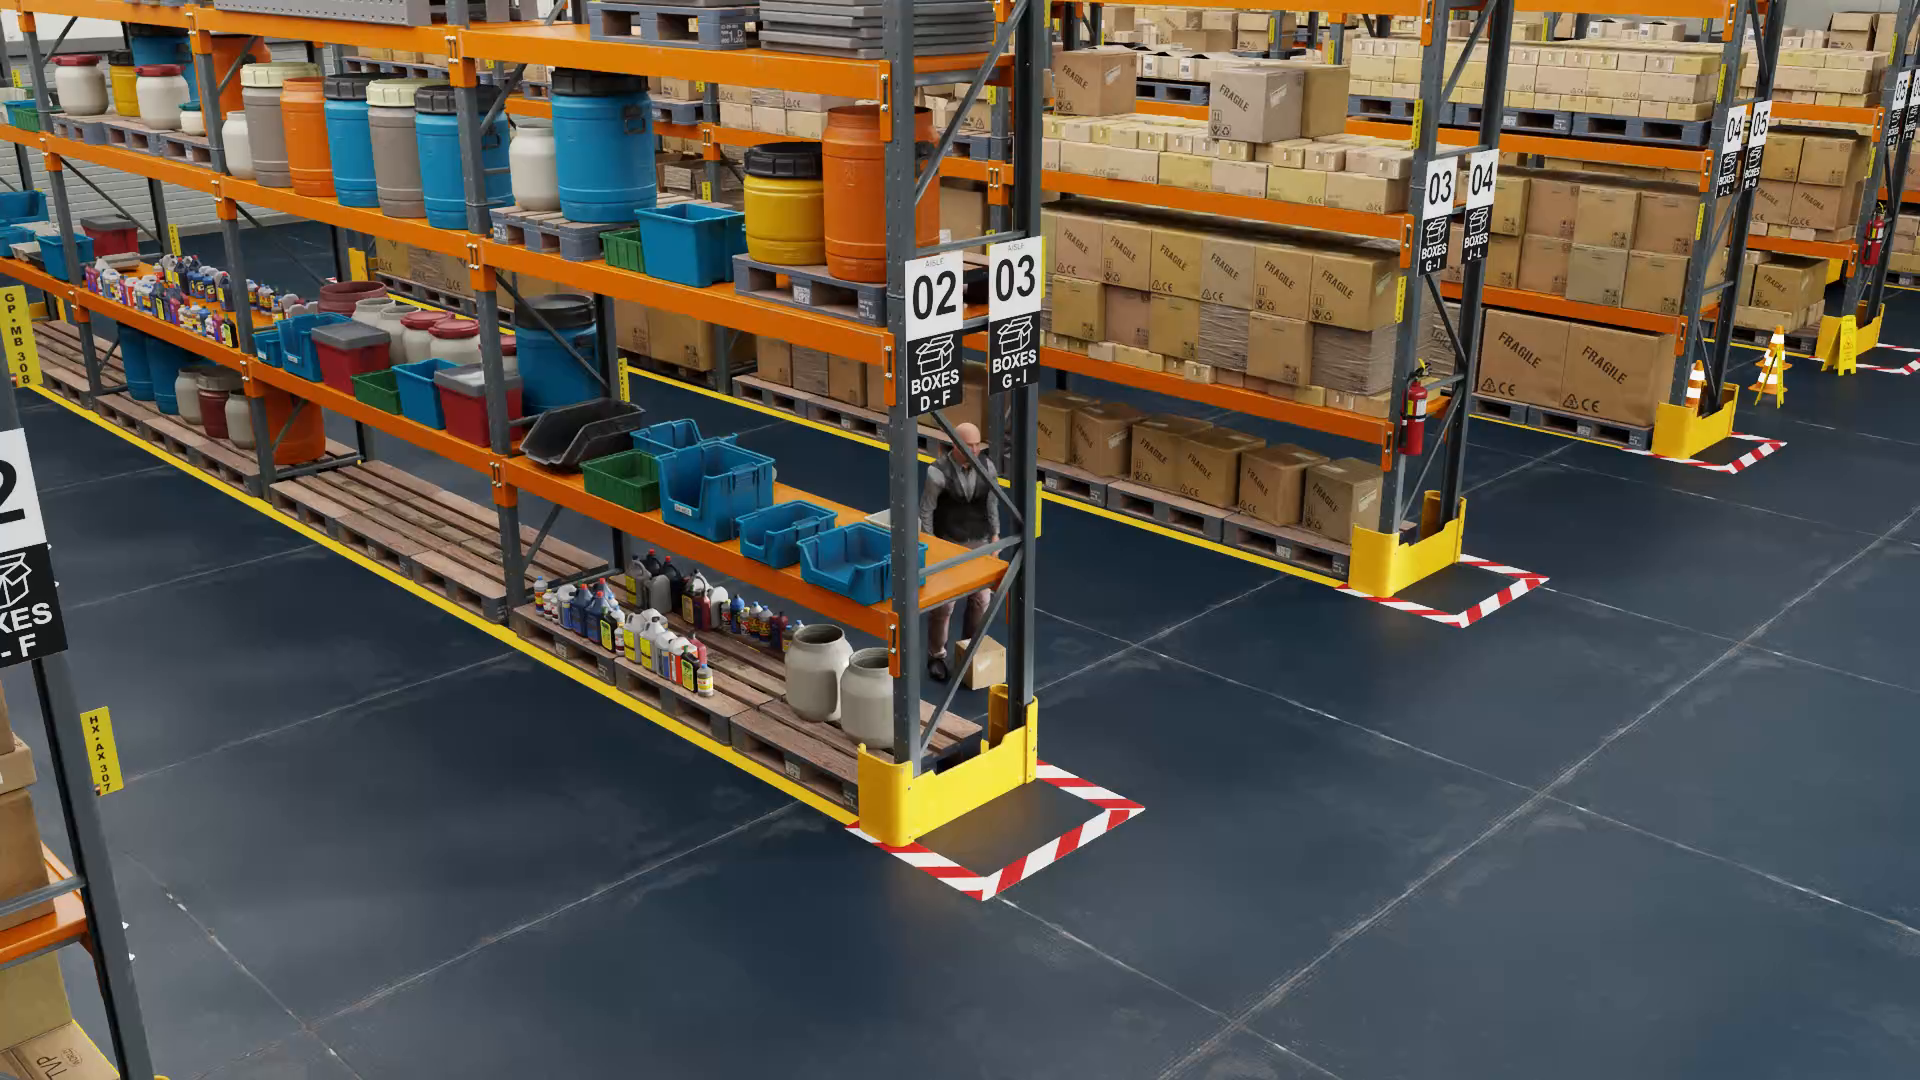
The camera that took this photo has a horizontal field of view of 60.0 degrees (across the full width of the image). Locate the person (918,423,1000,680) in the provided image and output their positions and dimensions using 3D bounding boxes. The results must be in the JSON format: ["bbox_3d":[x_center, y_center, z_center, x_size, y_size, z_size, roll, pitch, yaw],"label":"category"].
[{"bbox_3d":[0.003,0.045,10.993,0.579,1.720,0.466,-10,23,-25],"label":"person"}]
